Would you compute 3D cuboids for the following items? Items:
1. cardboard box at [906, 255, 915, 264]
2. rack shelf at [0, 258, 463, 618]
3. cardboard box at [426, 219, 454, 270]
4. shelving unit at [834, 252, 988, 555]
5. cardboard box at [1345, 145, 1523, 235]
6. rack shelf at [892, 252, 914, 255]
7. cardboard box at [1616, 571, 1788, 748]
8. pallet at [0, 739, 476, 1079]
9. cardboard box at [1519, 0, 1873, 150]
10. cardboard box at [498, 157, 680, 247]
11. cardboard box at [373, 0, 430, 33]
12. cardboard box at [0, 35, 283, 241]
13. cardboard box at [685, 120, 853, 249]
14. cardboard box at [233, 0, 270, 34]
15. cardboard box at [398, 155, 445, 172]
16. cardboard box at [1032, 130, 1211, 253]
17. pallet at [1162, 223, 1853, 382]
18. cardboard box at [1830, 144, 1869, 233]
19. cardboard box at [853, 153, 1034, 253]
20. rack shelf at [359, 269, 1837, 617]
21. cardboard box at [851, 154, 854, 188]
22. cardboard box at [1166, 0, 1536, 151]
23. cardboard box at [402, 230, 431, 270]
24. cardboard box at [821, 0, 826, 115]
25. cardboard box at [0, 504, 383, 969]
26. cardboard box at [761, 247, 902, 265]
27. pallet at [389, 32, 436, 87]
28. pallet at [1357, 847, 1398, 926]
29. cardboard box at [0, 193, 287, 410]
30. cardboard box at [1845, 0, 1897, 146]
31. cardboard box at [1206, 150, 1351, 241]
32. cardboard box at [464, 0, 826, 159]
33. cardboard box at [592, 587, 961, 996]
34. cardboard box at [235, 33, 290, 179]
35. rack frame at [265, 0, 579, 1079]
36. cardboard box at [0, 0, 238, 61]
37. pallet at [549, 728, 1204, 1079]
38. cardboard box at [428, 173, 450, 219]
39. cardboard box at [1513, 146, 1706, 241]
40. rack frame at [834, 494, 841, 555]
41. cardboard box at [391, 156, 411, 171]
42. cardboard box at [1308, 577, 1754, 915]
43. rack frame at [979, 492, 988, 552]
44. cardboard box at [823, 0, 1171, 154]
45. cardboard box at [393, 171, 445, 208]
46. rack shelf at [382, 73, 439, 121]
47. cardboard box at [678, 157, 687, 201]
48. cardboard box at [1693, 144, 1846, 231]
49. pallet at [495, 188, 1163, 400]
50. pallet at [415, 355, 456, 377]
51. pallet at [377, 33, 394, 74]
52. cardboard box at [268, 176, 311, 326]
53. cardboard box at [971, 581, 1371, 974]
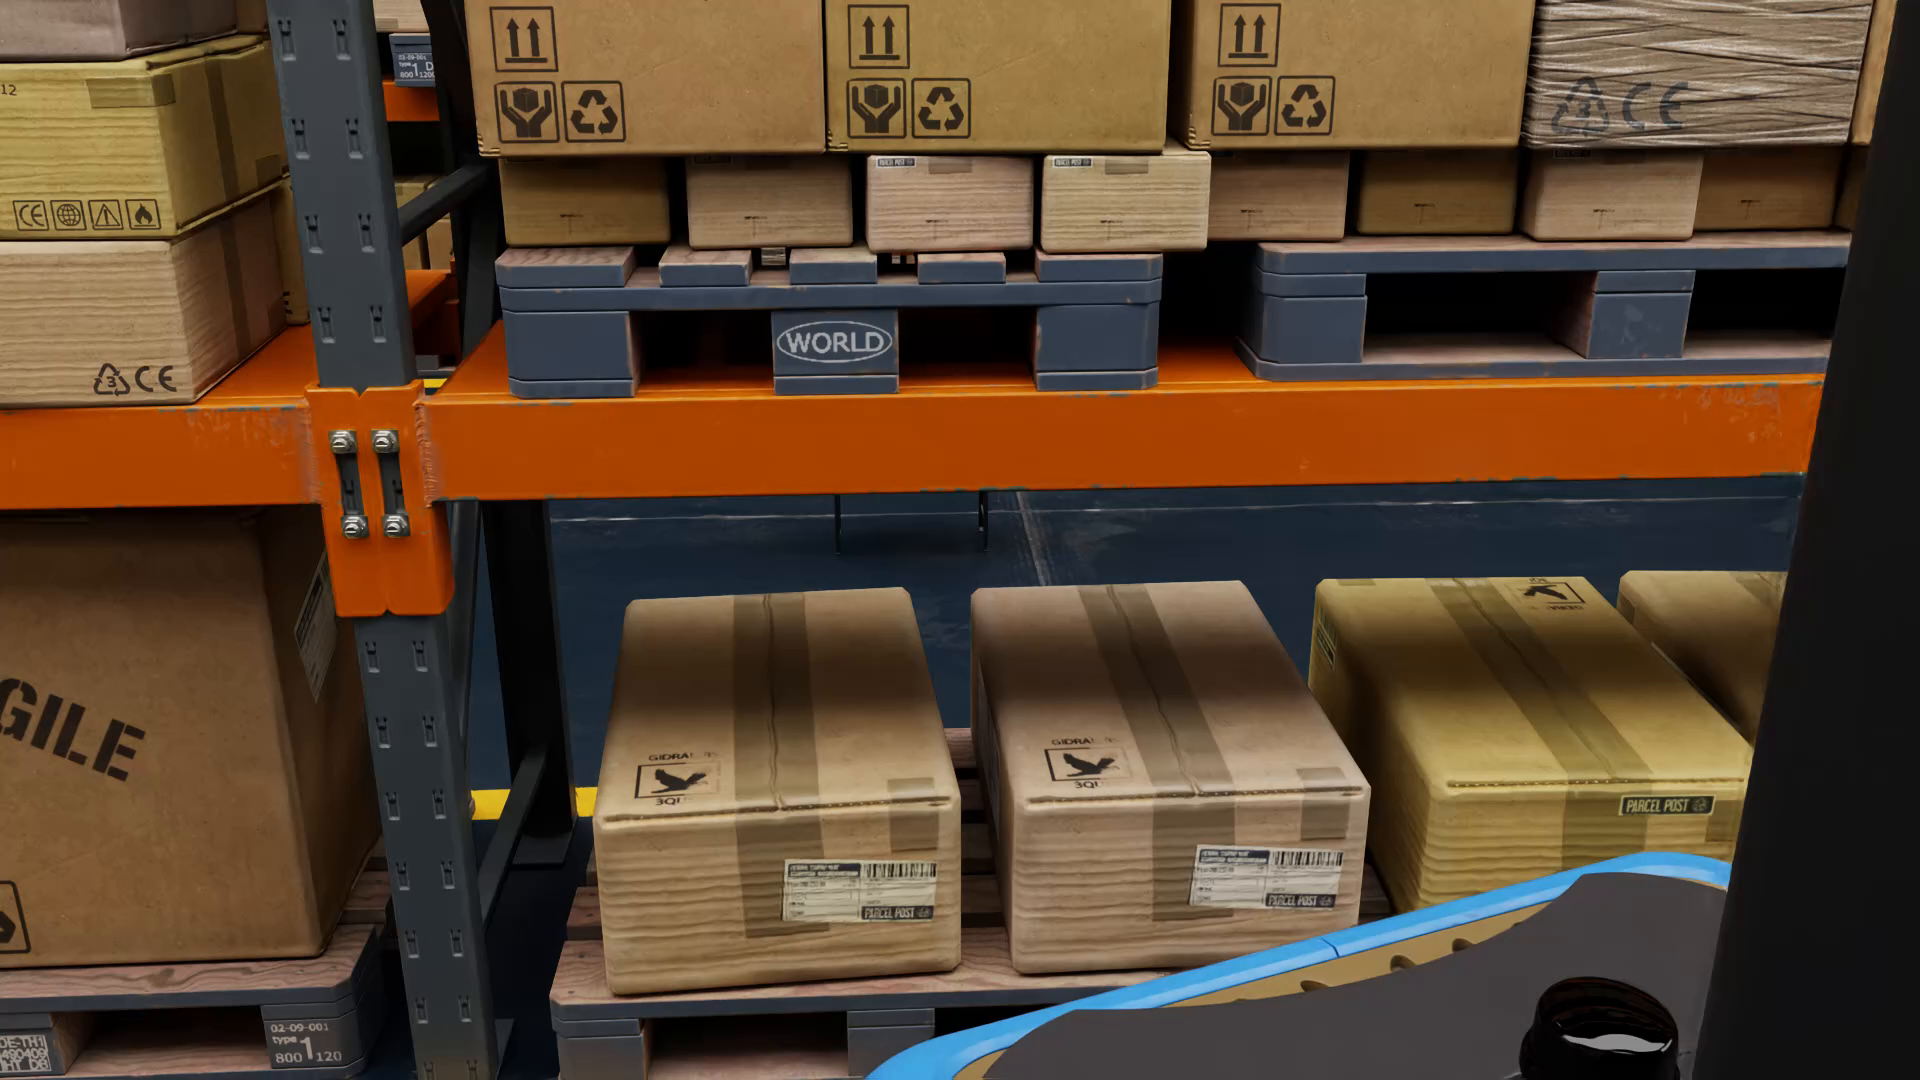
[{"bbox_3d":[0.058,-1.444,7.946,0.625,0.625,0.875,0,21,-1],"label":"cardboard box"},{"bbox_3d":[-2.927,-0.194,2.925,4.000,0.370,1.077,-1,21,-3],"label":"rack shelf"},{"bbox_3d":[-2.127,-1.270,7.665,0.500,0.500,0.500,-1,21,-4],"label":"cardboard box"},{"bbox_3d":[-0.165,-0.557,5.399,0.503,1.200,0.258,-1,21,-3],"label":"shelving unit"},{"bbox_3d":[0.757,-0.623,2.806,0.250,0.149,0.380,0,21,-1],"label":"cardboard box"},{"bbox_3d":[-0.165,-0.925,5.259,0.480,0.148,0.258,-1,21,-3],"label":"rack shelf"},{"bbox_3d":[1.822,0.407,3.438,0.625,0.372,0.950,0,21,0],"label":"cardboard box"},{"bbox_3d":[-1.722,0.722,3.428,1.213,0.211,1.003,-1,21,-3],"label":"pallet"},{"bbox_3d":[1.082,-0.913,2.655,0.500,0.500,0.500,-2,21,-5],"label":"cardboard box"},{"bbox_3d":[-0.595,-0.590,2.718,0.250,0.149,0.380,-2,21,-6],"label":"cardboard box"},{"bbox_3d":[-2.252,-2.324,7.129,0.500,0.250,0.500,-2,21,-6],"label":"cardboard box"},{"bbox_3d":[-1.399,-0.634,2.579,0.500,0.250,0.500,-1,21,-3],"label":"cardboard box"},{"bbox_3d":[-0.311,-0.584,2.702,0.250,0.149,0.380,-2,21,-6],"label":"cardboard box"},{"bbox_3d":[-1.436,-1.161,2.910,0.500,0.500,0.500,-2,21,-5],"label":"cardboard box"},{"bbox_3d":[-2.543,-1.763,8.048,0.250,0.149,0.380,-2,21,-6],"label":"cardboard box"},{"bbox_3d":[0.241,-0.571,2.669,0.250,0.149,0.380,-1,21,-3],"label":"cardboard box"},{"bbox_3d":[1.044,-0.536,3.082,1.213,0.211,1.003,-1,21,-3],"label":"pallet"},{"bbox_3d":[1.546,-0.607,2.761,0.250,0.149,0.380,-1,21,-3],"label":"cardboard box"},{"bbox_3d":[-0.035,-0.573,2.673,0.250,0.149,0.380,-3,21,-7],"label":"cardboard box"},{"bbox_3d":[1.067,-0.275,3.139,4.000,0.370,1.077,-1,21,-3],"label":"rack shelf"},{"bbox_3d":[-0.104,-0.792,3.248,0.250,0.149,0.380,-1,21,-4],"label":"cardboard box"},{"bbox_3d":[0.582,-0.906,2.636,0.500,0.500,0.500,-1,21,-2],"label":"cardboard box"},{"bbox_3d":[-2.650,-1.259,7.635,0.500,0.500,0.500,0,21,-1],"label":"cardboard box"},{"bbox_3d":[-0.492,-1.061,3.042,0.500,0.500,0.500,-2,21,-5],"label":"cardboard box"},{"bbox_3d":[-1.624,0.211,3.248,0.875,0.875,0.875,-1,21,-4],"label":"cardboard box"},{"bbox_3d":[-0.594,-1.428,7.903,0.625,0.625,0.875,-1,21,-1],"label":"cardboard box"},{"bbox_3d":[-1.890,-2.205,7.468,1.003,0.211,1.213,-1,21,-3],"label":"pallet"},{"bbox_3d":[1.065,0.694,3.503,1.213,0.211,1.003,-1,21,-3],"label":"pallet"},{"bbox_3d":[-1.420,-0.398,2.661,0.500,0.250,0.500,-2,21,-5],"label":"cardboard box"},{"bbox_3d":[1.605,-0.924,2.684,0.500,0.500,0.500,0,21,-1],"label":"cardboard box"},{"bbox_3d":[0.477,-0.604,2.754,0.250,0.149,0.380,0,21,0],"label":"cardboard box"},{"bbox_3d":[-0.468,-0.880,2.567,0.500,0.500,0.500,-2,21,-5],"label":"cardboard box"},{"bbox_3d":[-0.365,0.453,3.318,0.625,0.372,0.950,-3,21,-7],"label":"cardboard box"},{"bbox_3d":[-1.450,-0.812,3.045,0.500,0.250,0.500,-1,21,-3],"label":"cardboard box"},{"bbox_3d":[-0.930,-0.571,2.904,0.127,3.000,1.000,-1,21,-3],"label":"rack frame"},{"bbox_3d":[-1.431,-0.981,2.437,0.500,0.500,0.500,-2,21,-5],"label":"cardboard box"},{"bbox_3d":[-0.150,0.717,3.440,1.213,0.211,1.003,-1,21,-3],"label":"pallet"},{"bbox_3d":[-2.232,-1.559,7.511,0.250,0.149,0.380,-2,21,-5],"label":"cardboard box"},{"bbox_3d":[1.021,-0.606,2.759,0.250,0.149,0.380,-1,21,-1],"label":"cardboard box"},{"bbox_3d":[-0.409,-0.552,5.386,0.015,1.200,0.240,-1,21,-3],"label":"rack frame"},{"bbox_3d":[-2.801,-1.741,7.988,0.250,0.149,0.380,-2,21,-4],"label":"cardboard box"},{"bbox_3d":[1.128,0.422,3.400,0.625,0.372,0.950,0,21,-1],"label":"cardboard box"},{"bbox_3d":[0.078,-0.562,5.412,0.015,1.200,0.240,-1,21,-3],"label":"rack frame"},{"bbox_3d":[0.052,-0.893,2.601,0.500,0.500,0.500,0,21,0],"label":"cardboard box"},{"bbox_3d":[-2.498,-1.570,7.539,0.250,0.149,0.380,-1,21,-1],"label":"cardboard box"},{"bbox_3d":[-3.214,-1.957,7.556,4.000,0.370,1.077,-1,21,-3],"label":"rack shelf"},{"bbox_3d":[-0.616,-0.740,3.111,0.250,0.149,0.380,0,21,-1],"label":"cardboard box"},{"bbox_3d":[1.277,-0.638,2.843,0.250,0.149,0.380,-2,21,-5],"label":"cardboard box"},{"bbox_3d":[-0.225,-0.533,3.075,1.003,0.211,1.213,-1,21,-3],"label":"pallet"},{"bbox_3d":[-1.965,-1.029,8.027,1.213,0.211,1.003,-1,21,-3],"label":"pallet"},{"bbox_3d":[-3.158,-2.203,7.461,1.213,0.211,1.003,-1,21,-3],"label":"pallet"},{"bbox_3d":[-1.433,-0.580,3.139,0.500,0.250,0.500,-2,21,-4],"label":"cardboard box"},{"bbox_3d":[0.371,0.435,3.364,0.625,0.372,0.950,-2,21,-4],"label":"cardboard box"}]
